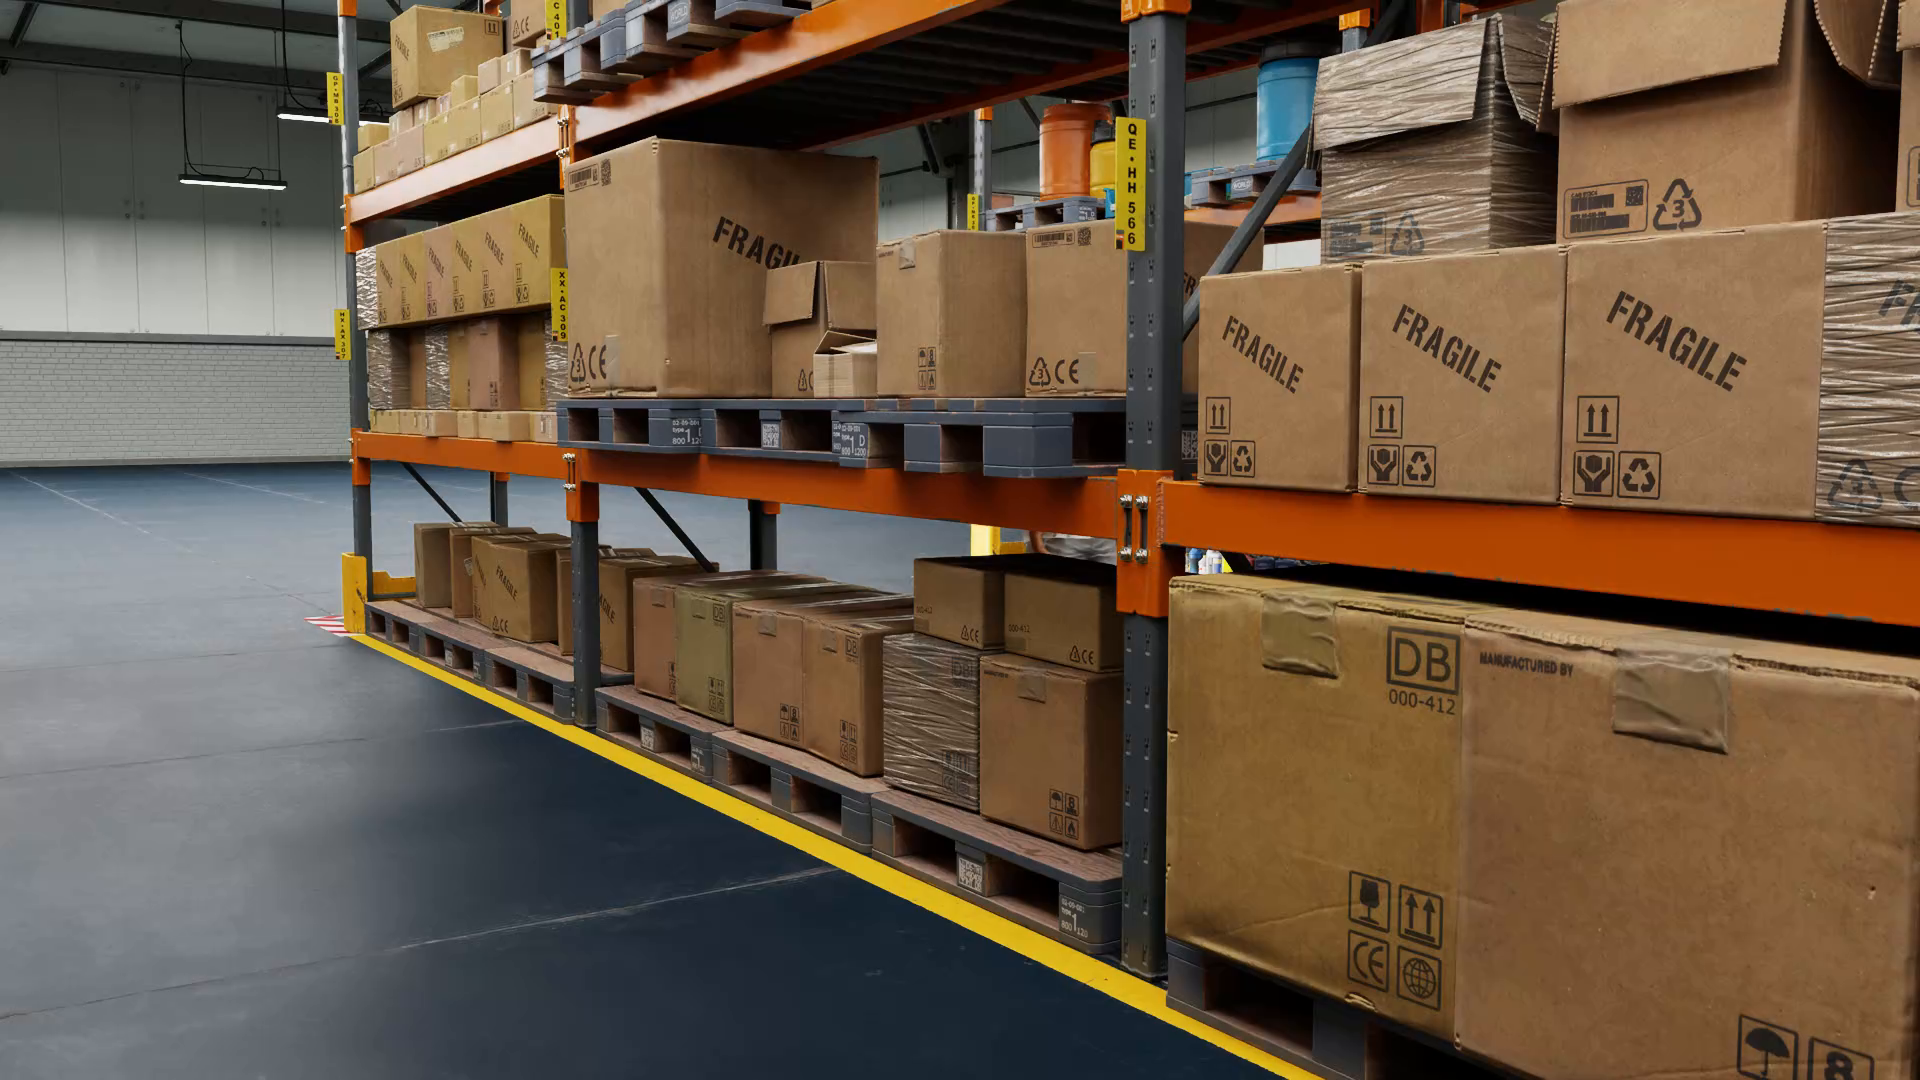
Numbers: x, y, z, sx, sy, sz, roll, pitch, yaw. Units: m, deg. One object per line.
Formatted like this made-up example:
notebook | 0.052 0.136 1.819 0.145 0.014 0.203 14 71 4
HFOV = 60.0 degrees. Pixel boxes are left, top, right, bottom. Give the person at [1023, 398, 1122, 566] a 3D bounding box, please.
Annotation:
person | 0.528 0.046 7.483 0.539 1.667 0.465 -3 6 -33
